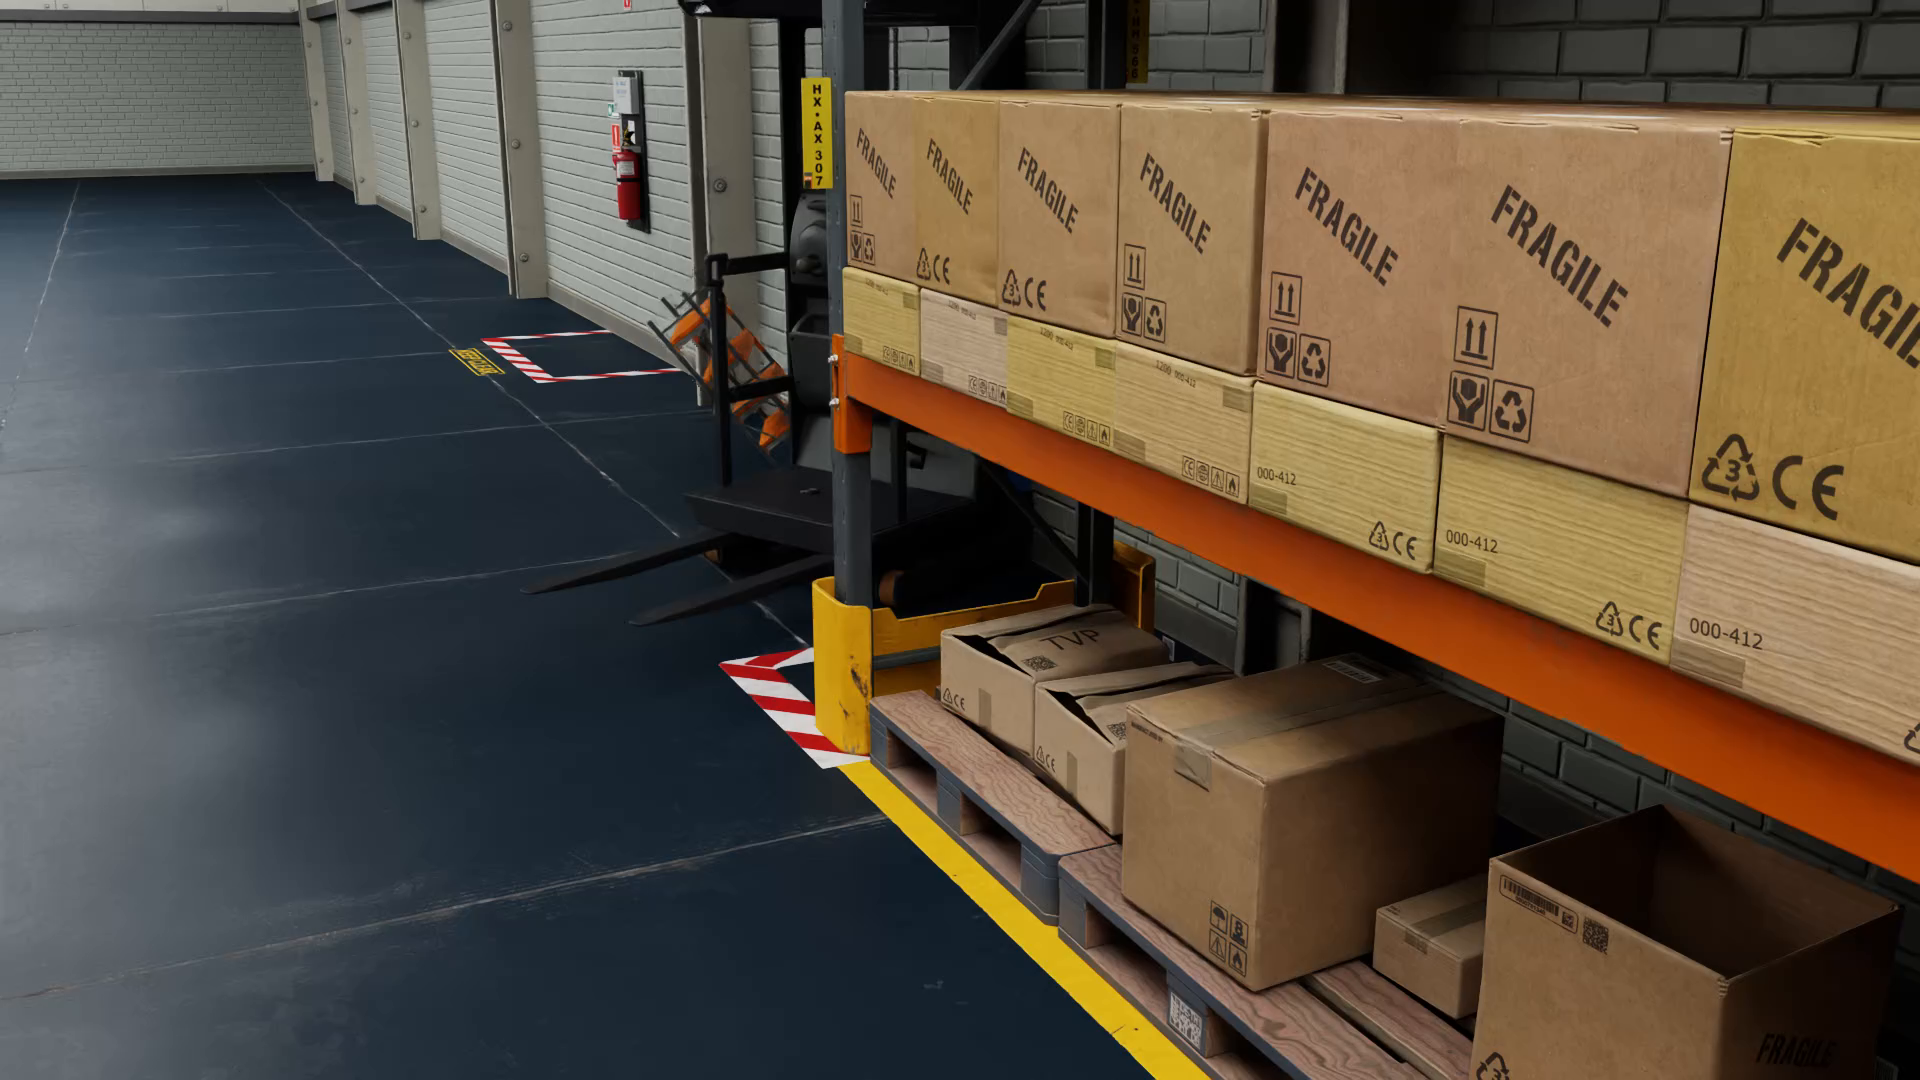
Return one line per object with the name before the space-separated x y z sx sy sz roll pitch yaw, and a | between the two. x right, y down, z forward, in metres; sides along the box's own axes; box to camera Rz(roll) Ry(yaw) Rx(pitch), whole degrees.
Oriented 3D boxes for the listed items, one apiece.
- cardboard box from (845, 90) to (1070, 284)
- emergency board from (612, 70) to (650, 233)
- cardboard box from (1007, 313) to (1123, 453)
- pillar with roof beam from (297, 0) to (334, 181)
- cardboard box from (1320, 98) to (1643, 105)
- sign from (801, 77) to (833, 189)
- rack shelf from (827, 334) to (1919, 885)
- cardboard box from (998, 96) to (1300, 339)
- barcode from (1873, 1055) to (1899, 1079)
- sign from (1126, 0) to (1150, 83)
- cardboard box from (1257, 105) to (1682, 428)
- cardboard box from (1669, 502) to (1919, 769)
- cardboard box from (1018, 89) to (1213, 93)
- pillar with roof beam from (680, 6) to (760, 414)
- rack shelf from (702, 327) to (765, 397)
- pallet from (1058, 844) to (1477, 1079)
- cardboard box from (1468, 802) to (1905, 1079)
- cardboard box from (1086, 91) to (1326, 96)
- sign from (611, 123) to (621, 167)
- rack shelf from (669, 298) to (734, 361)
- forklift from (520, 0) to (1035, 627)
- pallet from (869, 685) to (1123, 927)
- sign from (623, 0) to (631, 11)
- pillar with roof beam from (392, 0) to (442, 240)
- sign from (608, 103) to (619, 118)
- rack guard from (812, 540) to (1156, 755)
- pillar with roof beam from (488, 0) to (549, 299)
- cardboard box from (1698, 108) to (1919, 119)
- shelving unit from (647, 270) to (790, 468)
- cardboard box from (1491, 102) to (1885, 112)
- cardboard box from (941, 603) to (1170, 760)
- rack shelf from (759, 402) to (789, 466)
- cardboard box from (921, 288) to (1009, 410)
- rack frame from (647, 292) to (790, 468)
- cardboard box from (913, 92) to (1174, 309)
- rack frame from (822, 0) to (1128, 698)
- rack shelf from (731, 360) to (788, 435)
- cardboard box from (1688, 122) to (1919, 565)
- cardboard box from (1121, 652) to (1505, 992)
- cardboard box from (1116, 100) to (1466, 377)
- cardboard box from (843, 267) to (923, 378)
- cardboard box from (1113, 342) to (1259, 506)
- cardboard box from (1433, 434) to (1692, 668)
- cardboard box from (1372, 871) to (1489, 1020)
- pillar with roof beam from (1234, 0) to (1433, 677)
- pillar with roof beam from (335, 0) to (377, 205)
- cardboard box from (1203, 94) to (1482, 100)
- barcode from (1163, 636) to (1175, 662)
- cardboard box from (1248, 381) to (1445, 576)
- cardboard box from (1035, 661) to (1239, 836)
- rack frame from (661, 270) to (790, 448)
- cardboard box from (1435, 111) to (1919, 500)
cardboard box | -0.001 -1.019 4.741 0.500 0.500 0.500 -8 18 -25
emergency board | -2.532 -2.912 12.461 0.194 1.169 0.643 -8 18 -25
cardboard box | 0.447 -0.400 3.943 0.500 0.250 0.500 -8 18 -26
pillar with roof beam | -15.868 -10.609 28.407 9.100 9.000 0.400 -8 18 -25
cardboard box | 1.121 -0.704 3.643 0.500 0.500 0.500 -7 18 -24
sign | -0.427 -1.227 5.018 0.100 0.325 0.005 -8 18 -25
rack shelf | 0.937 -0.034 3.737 1.077 0.370 4.000 -8 18 -25
cardboard box | 0.428 -0.767 3.861 0.500 0.500 0.500 -8 18 -27
barcode | 1.710 0.993 3.093 0.001 0.075 0.075 -8 18 -25
sign | 0.568 -1.647 5.379 0.100 0.325 0.005 -8 18 -25
cardboard box | 0.893 -0.511 2.971 0.500 0.500 0.500 -8 18 -26
cardboard box | 1.333 0.097 2.209 0.500 0.250 0.500 -8 18 -25
cardboard box | 0.458 -1.083 4.963 0.500 0.500 0.500 -8 18 -26
pillar with roof beam | -5.354 -4.658 7.669 9.100 9.000 0.400 -8 18 -25
rack shelf | -1.123 -0.864 8.209 0.258 0.148 0.480 -37 18 11
pallet | 0.948 0.991 3.915 1.003 0.211 1.213 -8 18 -25
cardboard box | 1.322 0.853 3.074 0.500 0.500 0.500 -9 18 -29
cardboard box | 0.670 -0.957 4.523 0.500 0.500 0.500 -7 18 -24
sign | -2.682 -3.079 12.977 0.001 0.329 0.234 -8 18 -25
rack shelf | -1.268 -1.036 8.137 0.258 0.148 0.480 -37 18 11
forklift | -0.477 -1.279 6.894 1.130 2.935 3.031 12 20 36
pallet | 0.418 0.689 4.968 1.003 0.211 1.213 -8 18 -25
sign | -2.446 -4.041 12.190 0.001 0.298 0.199 -8 18 -25
pillar with roof beam | -10.611 -7.634 18.038 9.100 9.000 0.400 -8 18 -25
sign | -2.688 -3.331 12.896 0.001 0.109 0.331 -8 18 -25
rack guard | 0.094 0.344 5.645 1.175 0.500 0.348 -8 18 -25
pillar with roof beam | -7.982 -6.146 12.854 9.100 9.000 0.400 -8 18 -25
cardboard box | 1.571 -0.453 2.767 0.500 0.500 0.500 -8 18 -25
shelving unit | -1.026 -0.751 8.257 0.258 1.200 0.503 -37 18 11
cardboard box | 1.358 -0.577 3.200 0.500 0.500 0.500 -7 17 -23
cardboard box | 0.283 0.387 5.040 0.500 0.311 0.500 -10 19 -31
rack shelf | -0.862 -0.558 8.337 0.258 0.148 0.480 -37 18 11
cardboard box | 0.229 -0.527 4.386 0.500 0.250 0.500 -8 18 -27
rack frame | -1.018 -0.663 8.029 0.240 1.200 0.015 -37 18 11
cardboard box | 0.207 -0.896 4.310 0.500 0.500 0.500 -8 18 -25
rack frame | 0.060 -0.876 5.366 1.000 3.000 0.127 -8 18 -25
rack shelf | -0.985 -0.702 8.277 0.258 0.148 0.480 -37 18 11
cardboard box | 1.328 -0.262 2.102 0.500 0.500 0.500 -8 18 -25
cardboard box | 0.809 0.626 3.867 0.700 0.500 0.500 -9 18 -28
cardboard box | 0.665 -0.640 3.420 0.500 0.500 0.500 -7 17 -23
cardboard box | -0.011 -0.654 4.828 0.500 0.250 0.500 -8 18 -27
cardboard box | 0.666 -0.275 3.505 0.500 0.250 0.500 -7 18 -24
cardboard box | 1.122 -0.027 2.643 0.500 0.250 0.500 -8 18 -25
cardboard box | 1.130 0.876 3.633 0.380 0.149 0.250 -9 18 -29
pillar with roof beam | -2.725 -3.171 2.485 9.100 9.000 0.400 -8 18 -25
pillar with roof beam | -13.239 -9.122 23.222 9.100 9.000 0.400 -8 18 -25
cardboard box | 0.900 -0.829 4.079 0.500 0.500 0.500 -8 18 -26
barcode | 0.650 0.339 5.192 0.001 0.075 0.075 -8 18 -25
cardboard box | 0.888 -0.150 3.071 0.500 0.250 0.500 -8 18 -25
cardboard box | 0.532 0.529 4.548 0.500 0.311 0.500 -6 17 -20
rack frame | -1.034 -0.839 8.484 0.240 1.200 0.015 -37 18 11
cardboard box | 1.104 -0.385 2.531 0.500 0.500 0.500 -8 18 -25
